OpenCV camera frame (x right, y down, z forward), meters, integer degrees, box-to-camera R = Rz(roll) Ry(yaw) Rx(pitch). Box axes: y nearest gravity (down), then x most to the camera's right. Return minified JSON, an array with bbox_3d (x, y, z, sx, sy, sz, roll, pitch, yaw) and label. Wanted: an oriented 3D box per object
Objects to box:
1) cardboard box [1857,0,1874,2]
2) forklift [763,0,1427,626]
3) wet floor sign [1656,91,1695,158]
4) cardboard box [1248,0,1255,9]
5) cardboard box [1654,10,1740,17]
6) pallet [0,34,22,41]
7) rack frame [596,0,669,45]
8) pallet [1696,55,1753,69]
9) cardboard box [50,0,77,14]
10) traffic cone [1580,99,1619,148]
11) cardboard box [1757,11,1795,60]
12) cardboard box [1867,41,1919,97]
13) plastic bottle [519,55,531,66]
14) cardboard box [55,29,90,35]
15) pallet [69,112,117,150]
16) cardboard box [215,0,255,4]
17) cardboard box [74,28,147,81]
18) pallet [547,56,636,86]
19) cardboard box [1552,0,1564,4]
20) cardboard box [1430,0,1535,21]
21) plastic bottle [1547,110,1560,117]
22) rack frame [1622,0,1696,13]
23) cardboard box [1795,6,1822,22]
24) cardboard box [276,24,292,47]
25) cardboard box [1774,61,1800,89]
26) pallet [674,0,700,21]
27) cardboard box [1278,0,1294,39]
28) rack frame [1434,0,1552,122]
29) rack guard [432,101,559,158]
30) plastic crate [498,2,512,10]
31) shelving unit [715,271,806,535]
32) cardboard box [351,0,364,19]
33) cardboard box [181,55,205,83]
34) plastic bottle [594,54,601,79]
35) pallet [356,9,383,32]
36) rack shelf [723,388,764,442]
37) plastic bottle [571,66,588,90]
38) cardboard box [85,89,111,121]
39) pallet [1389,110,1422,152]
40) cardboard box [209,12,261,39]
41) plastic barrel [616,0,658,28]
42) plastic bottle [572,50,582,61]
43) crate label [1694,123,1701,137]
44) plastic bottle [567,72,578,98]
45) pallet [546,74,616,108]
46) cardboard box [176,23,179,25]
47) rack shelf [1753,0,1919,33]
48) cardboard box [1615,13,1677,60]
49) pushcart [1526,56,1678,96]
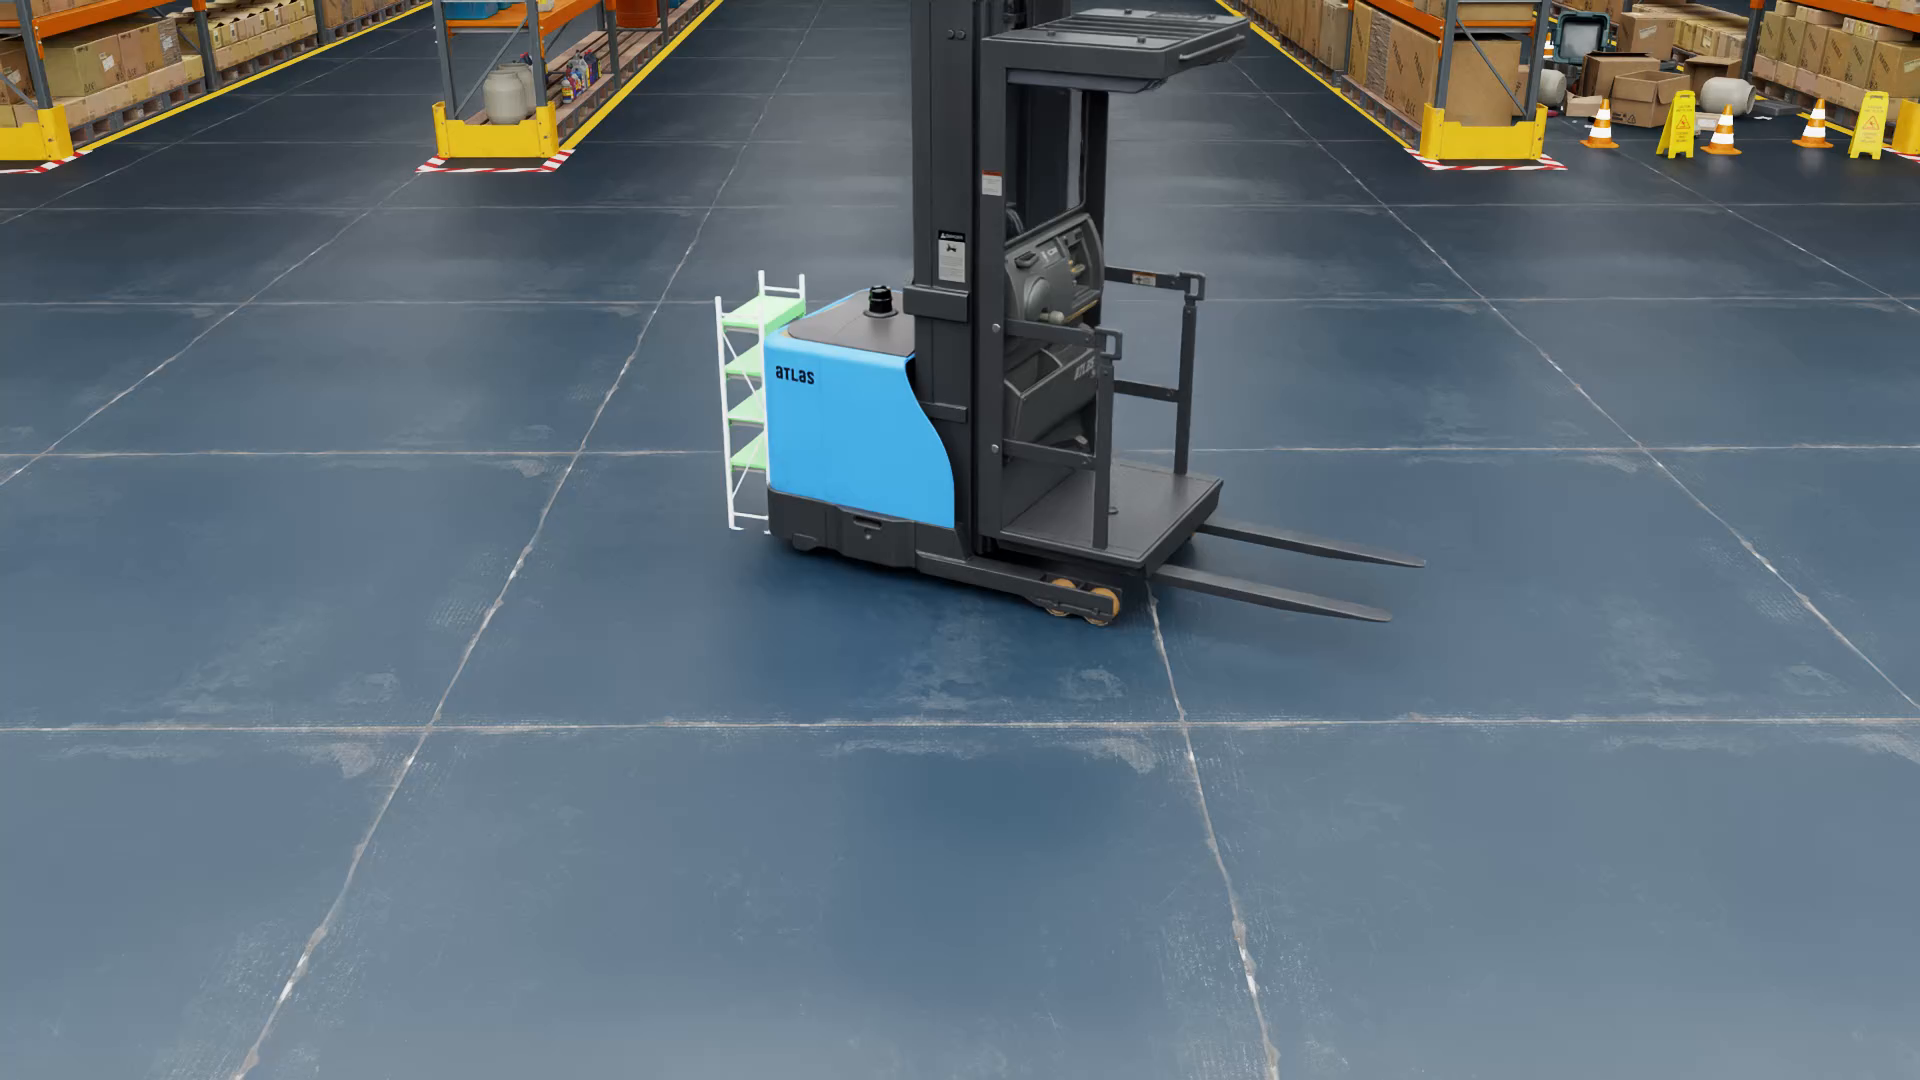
[{"bbox_3d":[9.914,-5.901,17.961,0.380,0.149,0.250,-1,24,-1],"label":"cardboard box"},{"bbox_3d":[0.609,-1.204,7.354,3.031,2.935,1.130,12,27,25],"label":"forklift"},{"bbox_3d":[7.248,-4.195,16.743,0.267,0.644,0.232,-4,25,-10],"label":"wet floor sign"},{"bbox_3d":[4.887,-8.745,26.469,0.500,0.500,0.500,1,24,2],"label":"cardboard box"},{"bbox_3d":[10.141,-7.089,22.963,0.950,0.372,0.625,-1,24,-2],"label":"cardboard box"},{"bbox_3d":[-14.573,-7.575,24.742,1.003,0.211,1.213,0,24,-1],"label":"pallet"},{"bbox_3d":[-4.733,-8.565,23.547,1.000,3.000,0.127,0,24,-1],"label":"rack frame"},{"bbox_3d":[10.163,-6.034,21.334,1.003,0.211,1.213,0,24,-1],"label":"pallet"},{"bbox_3d":[-9.602,-5.702,17.096,0.700,0.500,0.500,0,24,1],"label":"cardboard box"},{"bbox_3d":[6.682,-4.341,17.286,0.336,0.463,0.334,0,24,-1],"label":"traffic cone"},{"bbox_3d":[9.909,-6.019,19.836,0.500,0.500,0.500,1,24,2],"label":"cardboard box"},{"bbox_3d":[9.947,-4.944,17.459,0.500,0.500,0.500,0,24,0],"label":"cardboard box"},{"bbox_3d":[-5.093,-5.498,19.446,0.144,0.351,0.185,-1,24,-3],"label":"plastic bottle"},{"bbox_3d":[-9.932,-5.365,18.390,0.500,0.500,0.500,0,24,-1],"label":"cardboard box"},{"bbox_3d":[-9.649,-4.292,17.484,1.003,0.211,1.213,0,24,-1],"label":"pallet"},{"bbox_3d":[-9.960,-7.305,22.907,0.500,0.311,0.500,-1,24,-2],"label":"cardboard box"},{"bbox_3d":[-9.396,-5.368,18.396,0.500,0.500,0.500,0,24,-1],"label":"cardboard box"},{"bbox_3d":[-4.737,-5.969,21.193,1.003,0.211,1.213,0,24,-1],"label":"pallet"},{"bbox_3d":[10.172,-9.248,27.126,0.875,0.875,0.875,0,24,1],"label":"cardboard box"},{"bbox_3d":[5.218,-5.492,16.572,0.875,0.550,0.550,0,24,-1],"label":"cardboard box"},{"bbox_3d":[6.667,-4.845,18.889,0.283,0.061,0.133,-9,26,-19],"label":"plastic bottle"},{"bbox_3d":[10.129,-8.632,23.695,1.000,3.000,0.127,0,24,-1],"label":"rack frame"},{"bbox_3d":[9.858,-6.051,19.119,0.380,0.149,0.250,1,24,1],"label":"cardboard box"},{"bbox_3d":[-9.425,-6.847,22.577,0.500,0.250,0.500,0,24,1],"label":"cardboard box"},{"bbox_3d":[9.926,-5.458,19.504,0.500,0.250,0.500,1,24,2],"label":"cardboard box"},{"bbox_3d":[-4.810,-8.624,27.063,1.003,0.211,1.213,0,24,-1],"label":"pallet"},{"bbox_3d":[5.097,-7.483,23.375,1.050,0.750,0.750,-1,24,-1],"label":"cardboard box"},{"bbox_3d":[5.268,-5.271,16.265,1.000,3.000,0.127,0,24,-1],"label":"rack frame"},{"bbox_3d":[-4.694,-4.160,16.842,1.175,0.500,0.348,0,24,-1],"label":"rack guard"},{"bbox_3d":[-4.952,-5.673,17.334,0.499,0.251,0.408,0,24,-1],"label":"plastic crate"},{"bbox_3d":[-0.966,-0.686,8.310,0.258,1.200,0.503,8,26,17],"label":"shelving unit"},{"bbox_3d":[-9.417,-8.217,25.277,0.500,0.500,0.500,-1,24,-1],"label":"cardboard box"},{"bbox_3d":[-9.419,-5.644,19.917,0.500,0.250,0.500,0,24,-1],"label":"cardboard box"},{"bbox_3d":[-4.354,-5.683,19.937,0.061,0.283,0.133,1,24,2],"label":"plastic bottle"},{"bbox_3d":[-9.667,-8.083,25.865,1.003,0.211,1.213,0,24,-1],"label":"pallet"},{"bbox_3d":[-0.966,-0.628,8.337,0.258,0.148,0.480,8,26,17],"label":"rack shelf"},{"bbox_3d":[-4.391,-5.333,19.172,0.152,0.276,0.135,0,24,0],"label":"plastic bottle"},{"bbox_3d":[-9.391,-4.614,17.639,0.500,0.250,0.500,0,24,-1],"label":"cardboard box"},{"bbox_3d":[5.181,-4.330,17.567,1.003,0.211,1.213,0,24,-1],"label":"pallet"},{"bbox_3d":[-9.405,-6.681,21.528,0.500,0.311,0.500,-1,24,-2],"label":"cardboard box"},{"bbox_3d":[-4.755,-7.969,24.353,0.600,0.830,0.708,0,24,-1],"label":"plastic barrel"},{"bbox_3d":[-4.538,-5.645,19.773,0.144,0.351,0.185,0,24,-1],"label":"plastic bottle"},{"bbox_3d":[7.745,-4.381,17.770,0.250,0.136,0.298,-14,28,-28],"label":"crate label"},{"bbox_3d":[-4.358,-5.115,18.697,0.097,0.271,0.097,0,24,0],"label":"plastic bottle"},{"bbox_3d":[-4.724,-5.369,19.865,1.003,0.211,1.213,0,24,-1],"label":"pallet"},{"bbox_3d":[-9.934,-6.255,20.588,0.500,0.311,0.500,0,24,-1],"label":"cardboard box"},{"bbox_3d":[10.195,-5.831,18.377,1.077,0.370,4.000,0,24,-1],"label":"rack shelf"},{"bbox_3d":[8.393,-6.169,20.365,0.500,0.500,0.500,0,24,-1],"label":"cardboard box"},{"bbox_3d":[7.893,-5.758,20.523,1.648,0.377,0.936,-9,26,-19],"label":"pushcart"}]
